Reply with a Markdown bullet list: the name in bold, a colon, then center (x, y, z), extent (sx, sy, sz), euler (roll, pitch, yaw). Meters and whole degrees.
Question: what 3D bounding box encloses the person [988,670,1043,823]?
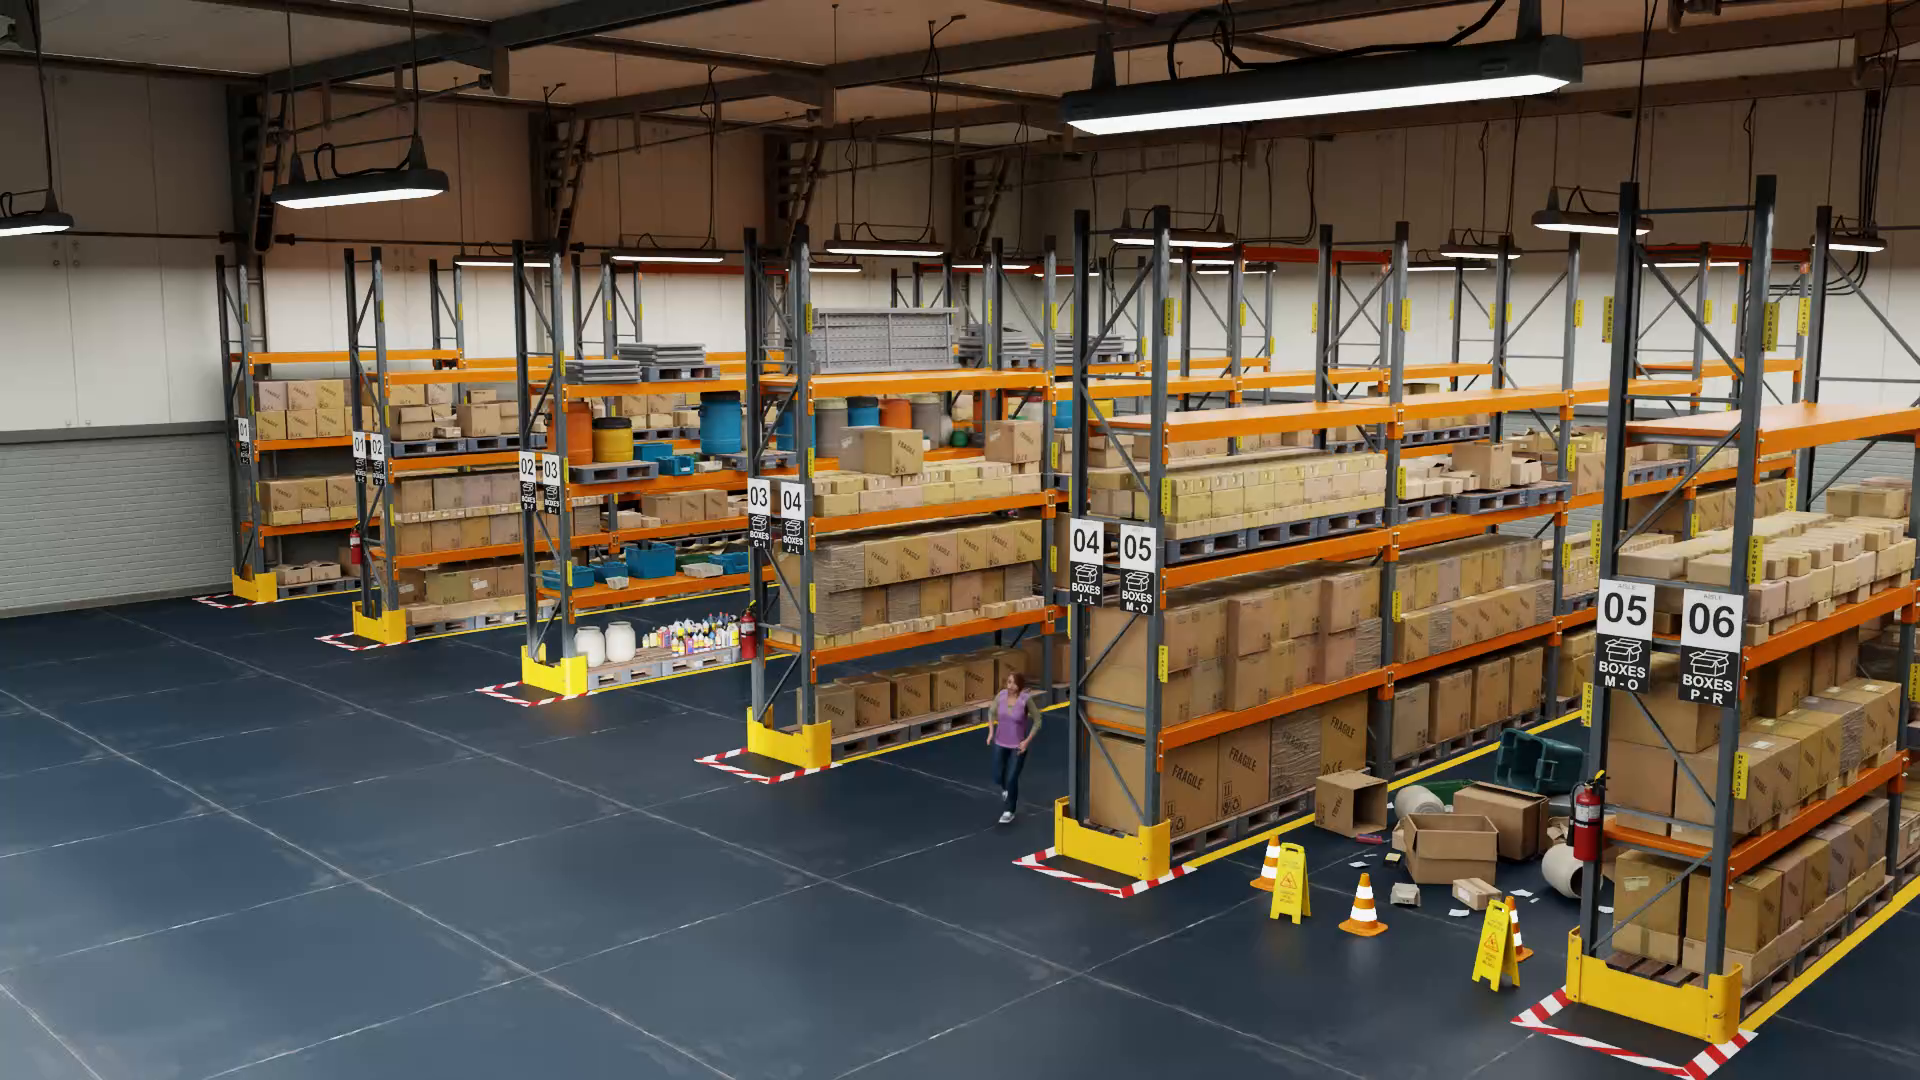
- **person**: center (0.557, 2.048, 16.707), extent (0.589, 1.561, 0.504), euler (3, 9, 20)
